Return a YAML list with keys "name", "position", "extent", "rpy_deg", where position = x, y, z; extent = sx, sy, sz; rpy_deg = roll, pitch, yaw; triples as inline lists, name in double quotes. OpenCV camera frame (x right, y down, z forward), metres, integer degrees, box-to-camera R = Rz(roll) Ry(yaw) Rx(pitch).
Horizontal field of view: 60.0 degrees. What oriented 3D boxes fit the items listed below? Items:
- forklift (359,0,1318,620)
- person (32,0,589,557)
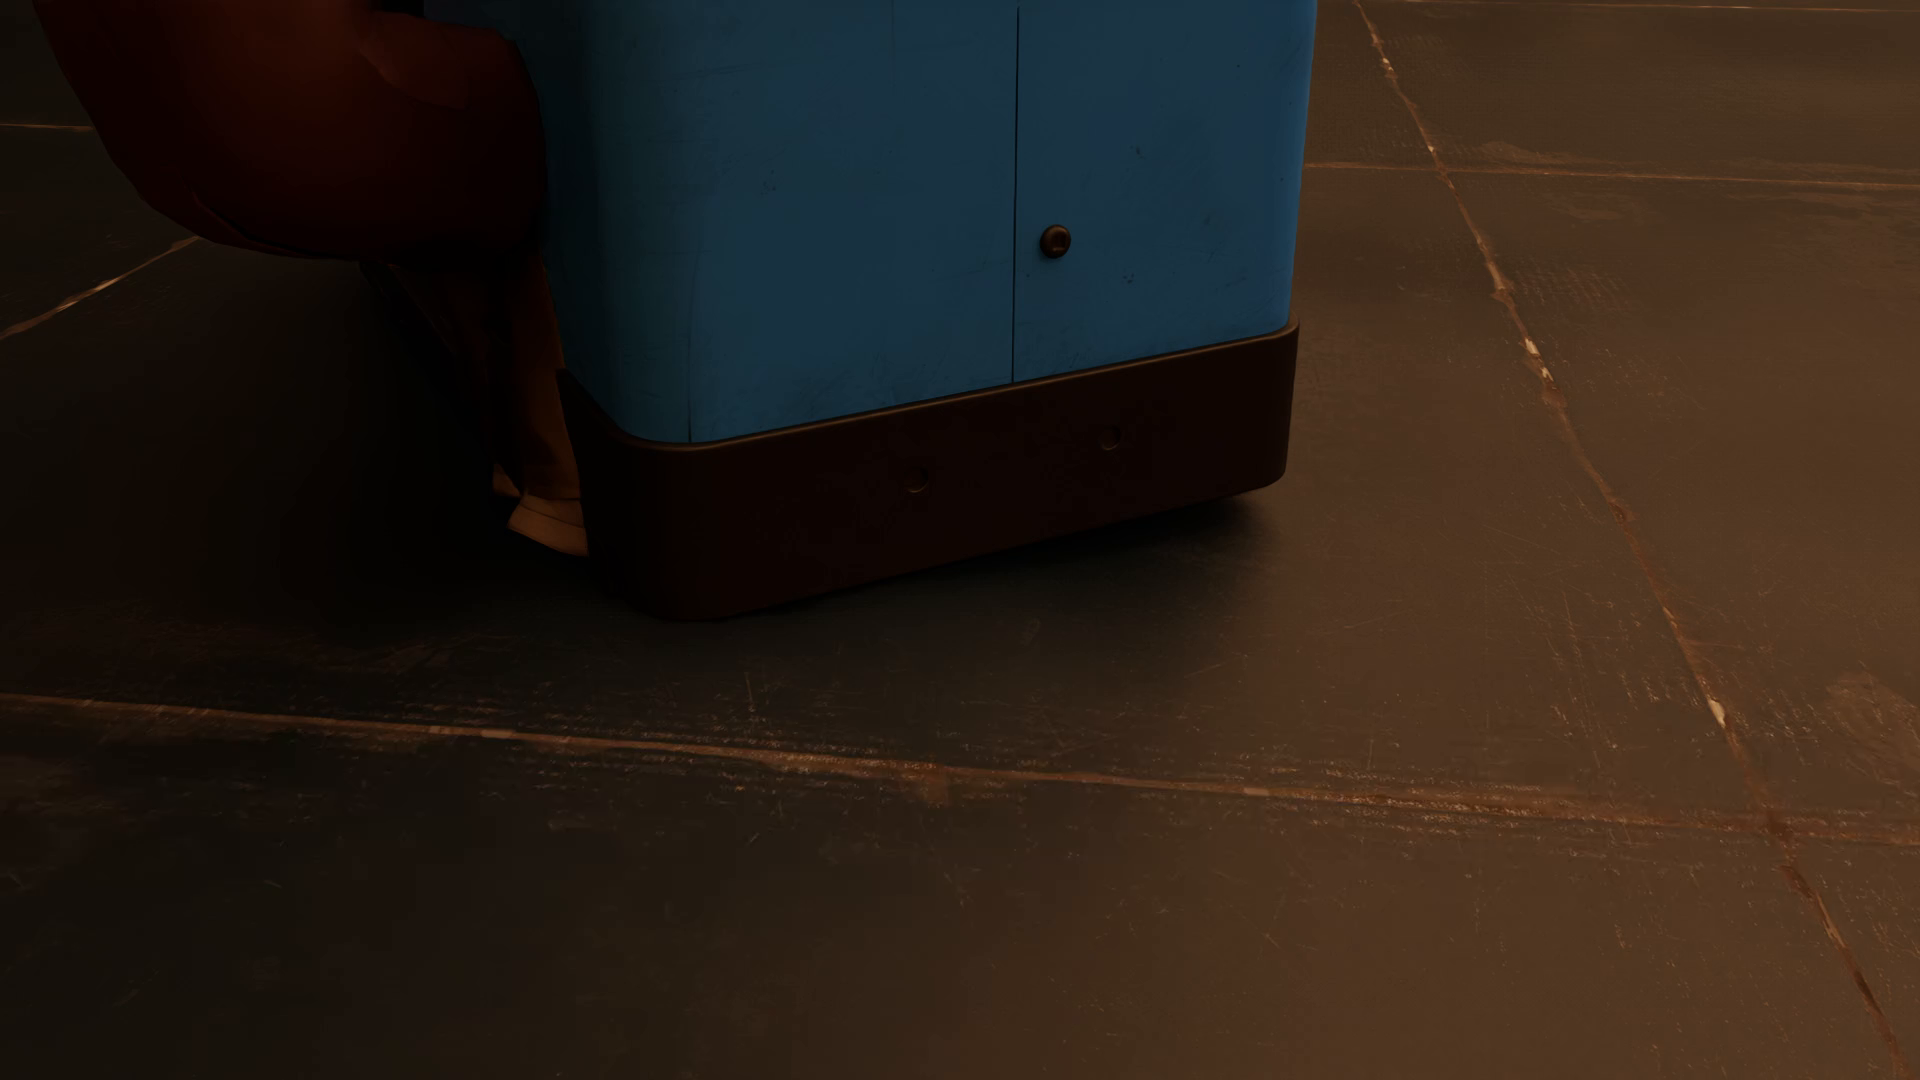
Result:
- name: "forklift"
  position: [-0.630, -1.834, 2.892]
  extent: [1.130, 2.935, 3.031]
  rpy_deg: [-13, 29, -25]
- name: "person"
  position: [-0.752, -0.674, 2.215]
  extent: [0.862, 1.565, 0.908]
  rpy_deg: [11, 29, 21]
